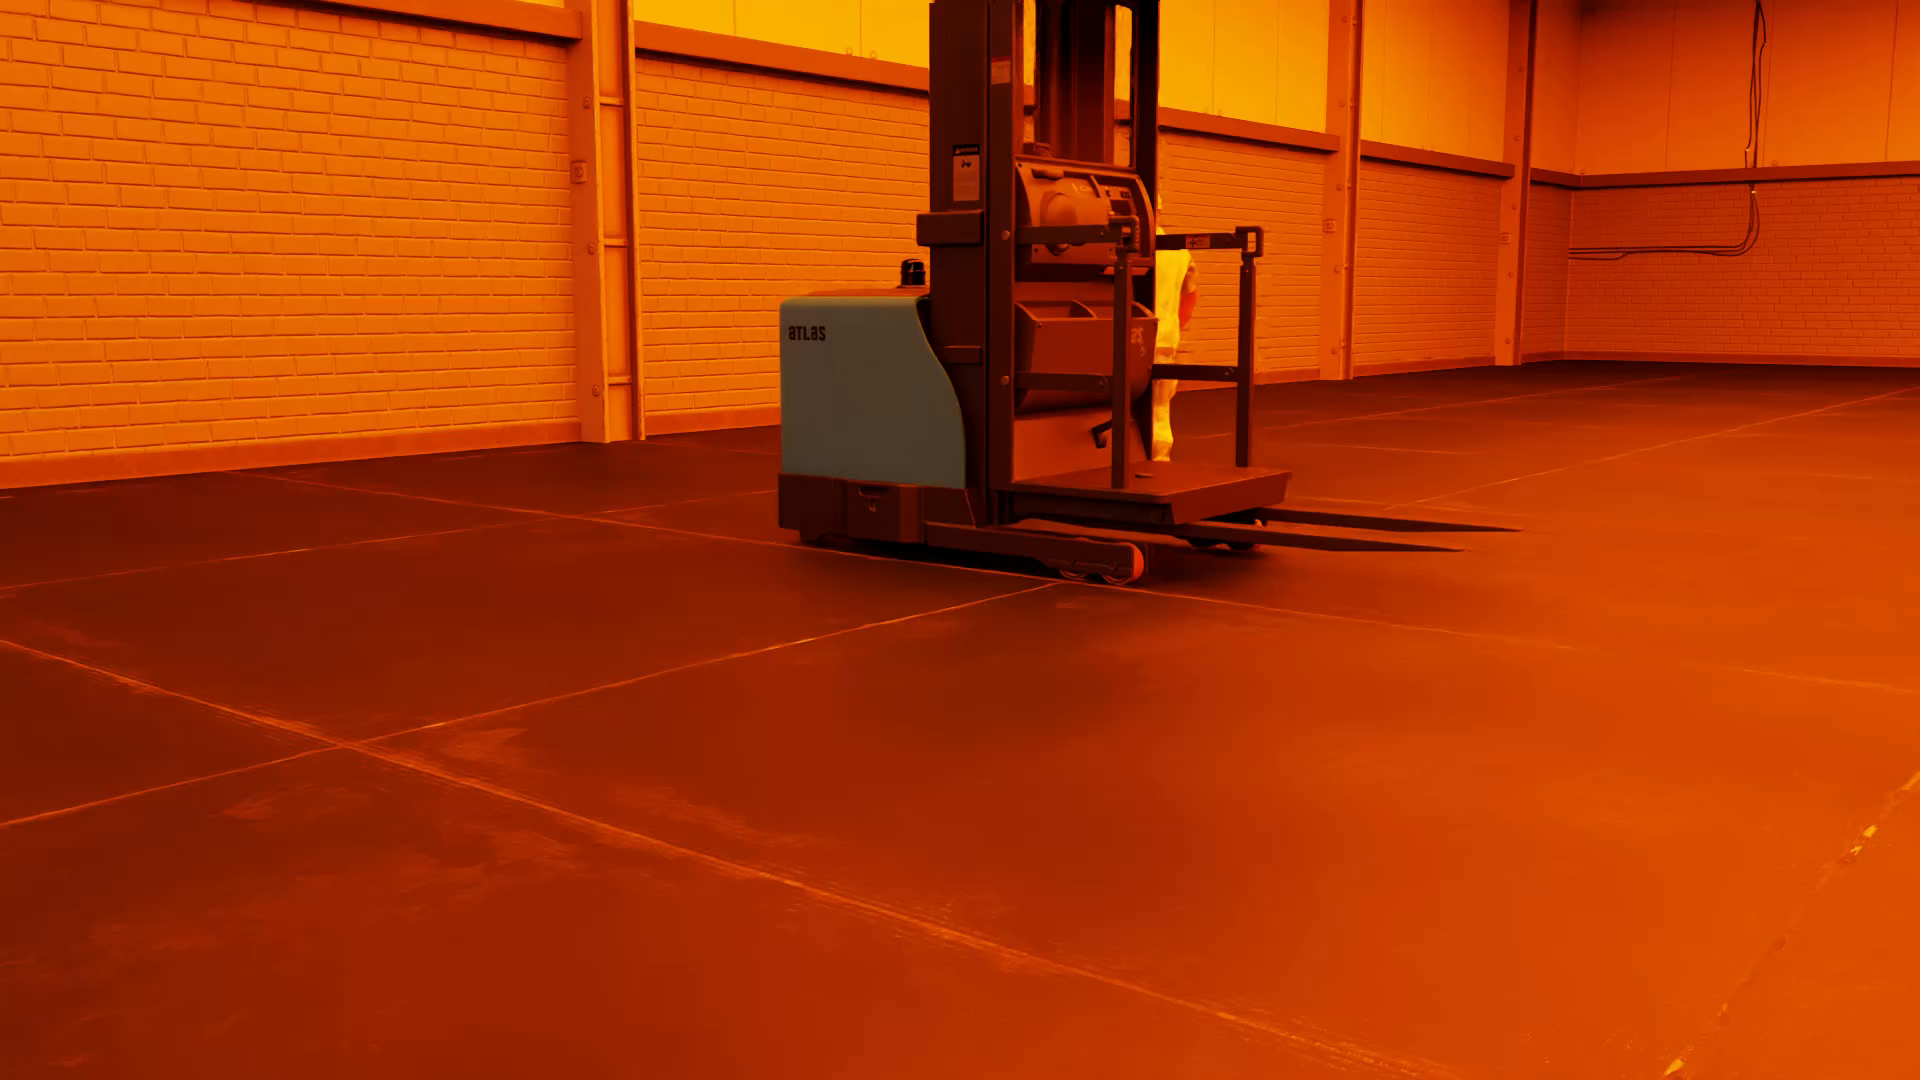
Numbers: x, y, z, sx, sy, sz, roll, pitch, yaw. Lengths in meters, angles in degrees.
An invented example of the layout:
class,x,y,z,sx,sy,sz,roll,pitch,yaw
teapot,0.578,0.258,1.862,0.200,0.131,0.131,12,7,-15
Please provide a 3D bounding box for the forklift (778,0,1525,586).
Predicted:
class,x,y,z,sx,sy,sz,roll,pitch,yaw
forklift,0.684,-1.366,6.617,3.031,2.935,1.130,6,10,37

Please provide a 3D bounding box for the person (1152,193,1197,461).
class,x,y,z,sx,sy,sz,roll,pitch,yaw
person,0.955,-1.100,9.179,0.831,1.676,0.620,-3,9,-20
